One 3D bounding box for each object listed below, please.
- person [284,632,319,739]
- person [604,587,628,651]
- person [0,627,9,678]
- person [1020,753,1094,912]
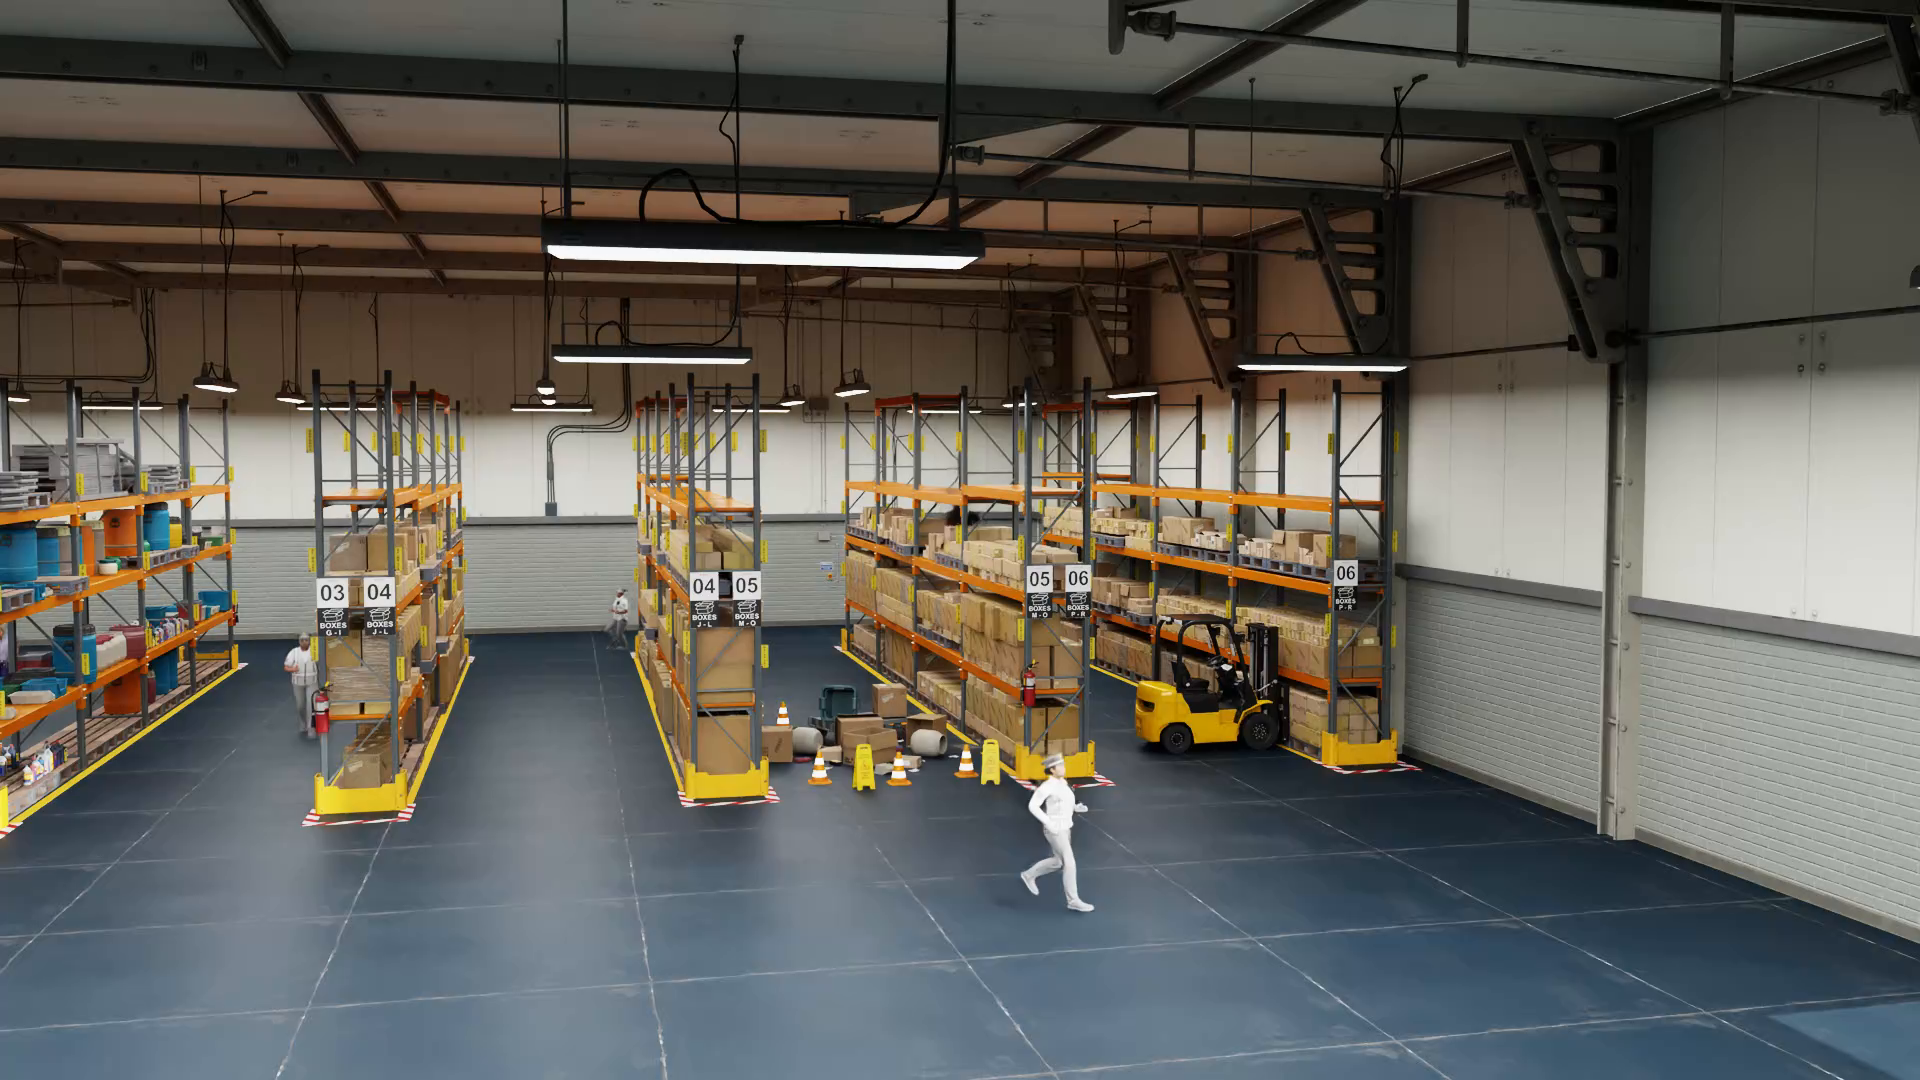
[{"bbox_3d":[-11.197,2.452,28.436,0.659,1.791,0.967,-1,4,-21],"label":"person"},{"bbox_3d":[-8.212,1.897,40.028,0.654,1.587,0.750,-3,5,-45],"label":"person"},{"bbox_3d":[-17.903,2.426,30.970,0.608,1.591,0.498,-2,4,-26],"label":"person"},{"bbox_3d":[1.038,3.116,17.906,0.877,1.670,0.622,2,4,27],"label":"person"}]
